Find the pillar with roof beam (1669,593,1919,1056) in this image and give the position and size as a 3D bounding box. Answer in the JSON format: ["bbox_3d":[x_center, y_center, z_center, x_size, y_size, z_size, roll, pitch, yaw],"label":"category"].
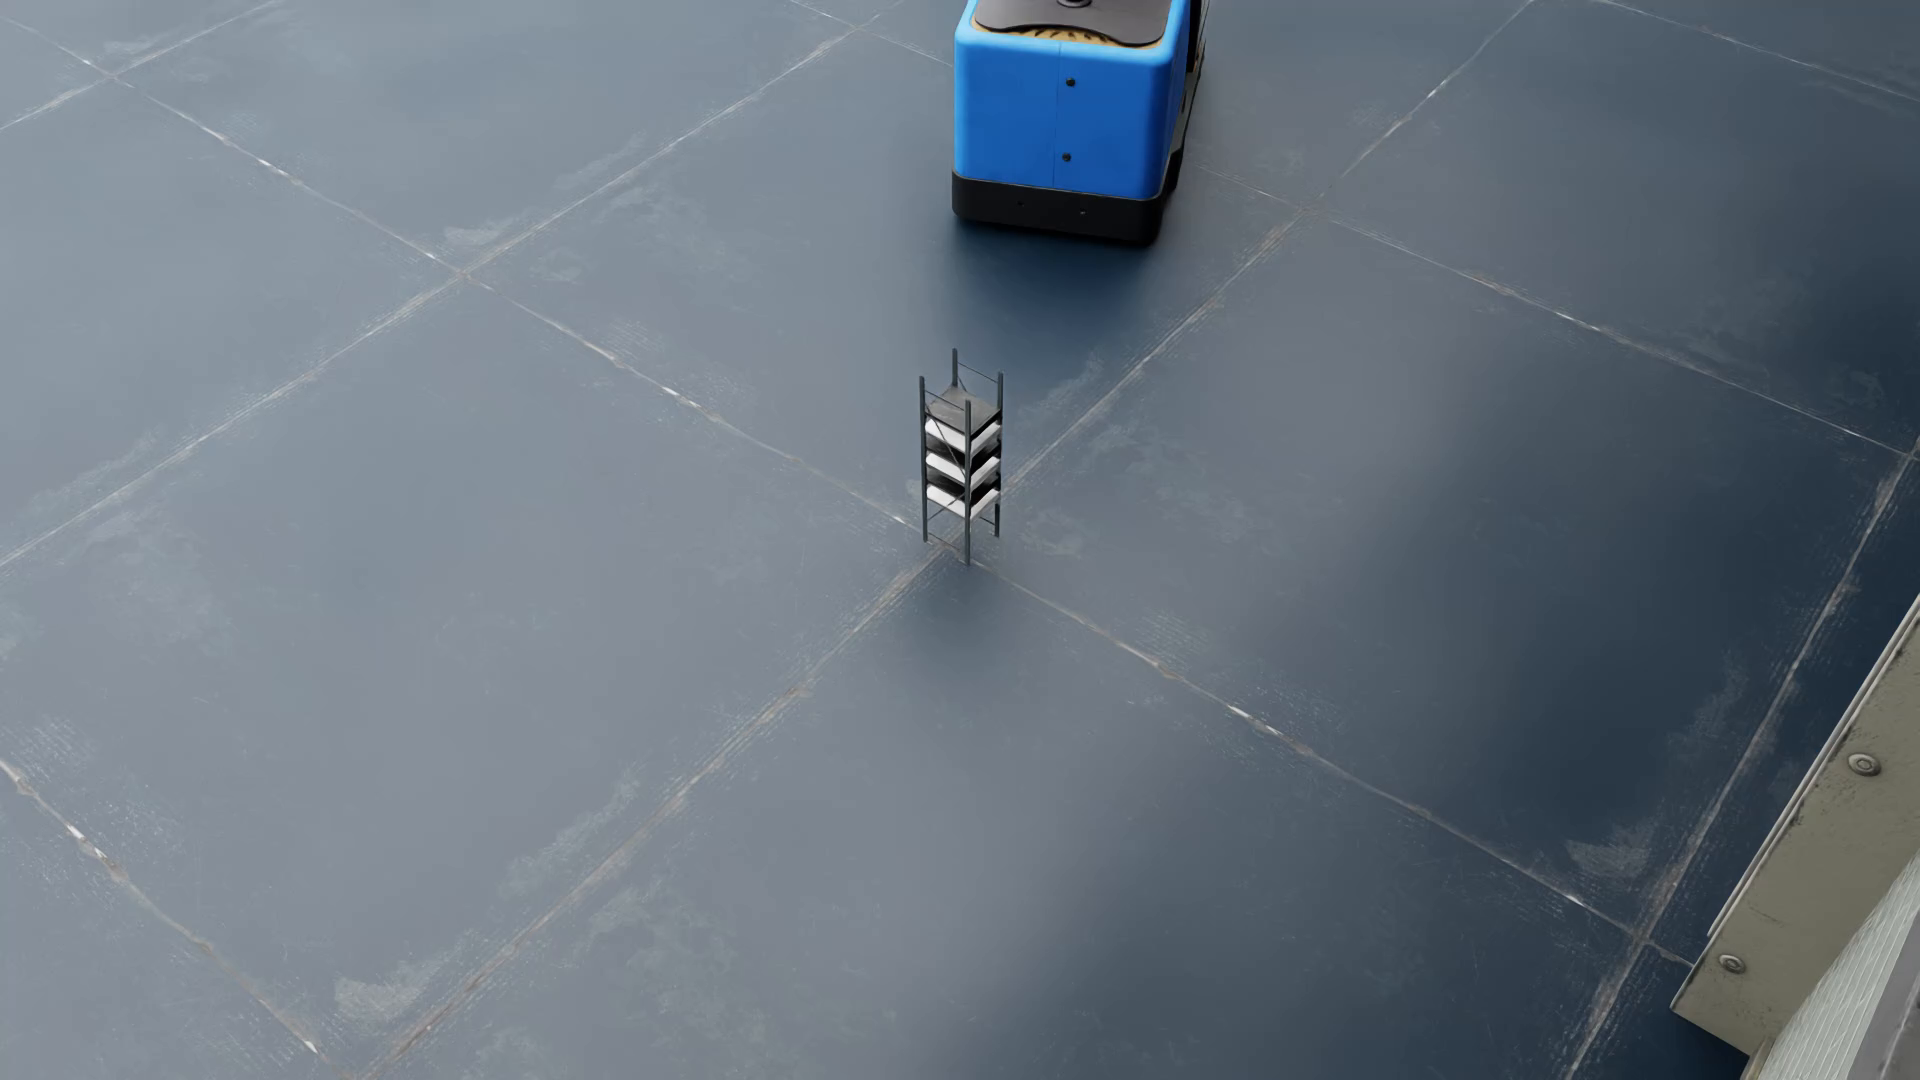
[{"bbox_3d":[-0.841,-3.522,4.055,9.100,9.000,0.400,29,53,25],"label":"pillar with roof beam"}]

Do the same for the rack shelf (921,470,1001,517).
[{"bbox_3d":[0.005,-0.230,6.683,0.258,0.077,0.200,29,53,25],"label":"rack shelf"}]

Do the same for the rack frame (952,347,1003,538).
[{"bbox_3d":[0.067,-0.374,6.649,0.240,0.900,0.006,29,53,25],"label":"rack frame"}]

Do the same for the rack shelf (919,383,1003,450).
[{"bbox_3d":[0.005,-0.479,6.423,0.258,0.077,0.200,29,53,25],"label":"rack shelf"}]

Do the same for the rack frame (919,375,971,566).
[{"bbox_3d":[-0.057,-0.257,6.538,0.240,0.900,0.006,29,53,25],"label":"rack frame"}]

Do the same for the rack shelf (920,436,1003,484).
[{"bbox_3d":[0.005,-0.355,6.553,0.258,0.077,0.200,29,53,25],"label":"rack shelf"}]

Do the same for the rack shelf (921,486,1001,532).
[{"bbox_3d":[0.005,-0.168,6.748,0.258,0.077,0.200,29,53,25],"label":"rack shelf"}]

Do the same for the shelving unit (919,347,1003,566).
[{"bbox_3d":[0.005,-0.315,6.594,0.258,0.900,0.210,29,53,25],"label":"shelving unit"}]

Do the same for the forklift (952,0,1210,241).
[{"bbox_3d":[0.776,-3.577,8.305,1.130,2.935,3.031,9,47,8],"label":"forklift"}]

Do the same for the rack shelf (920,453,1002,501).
[{"bbox_3d":[0.005,-0.292,6.618,0.258,0.077,0.200,29,53,25],"label":"rack shelf"}]

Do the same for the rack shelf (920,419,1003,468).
[{"bbox_3d":[0.005,-0.417,6.488,0.258,0.077,0.200,29,53,25],"label":"rack shelf"}]
